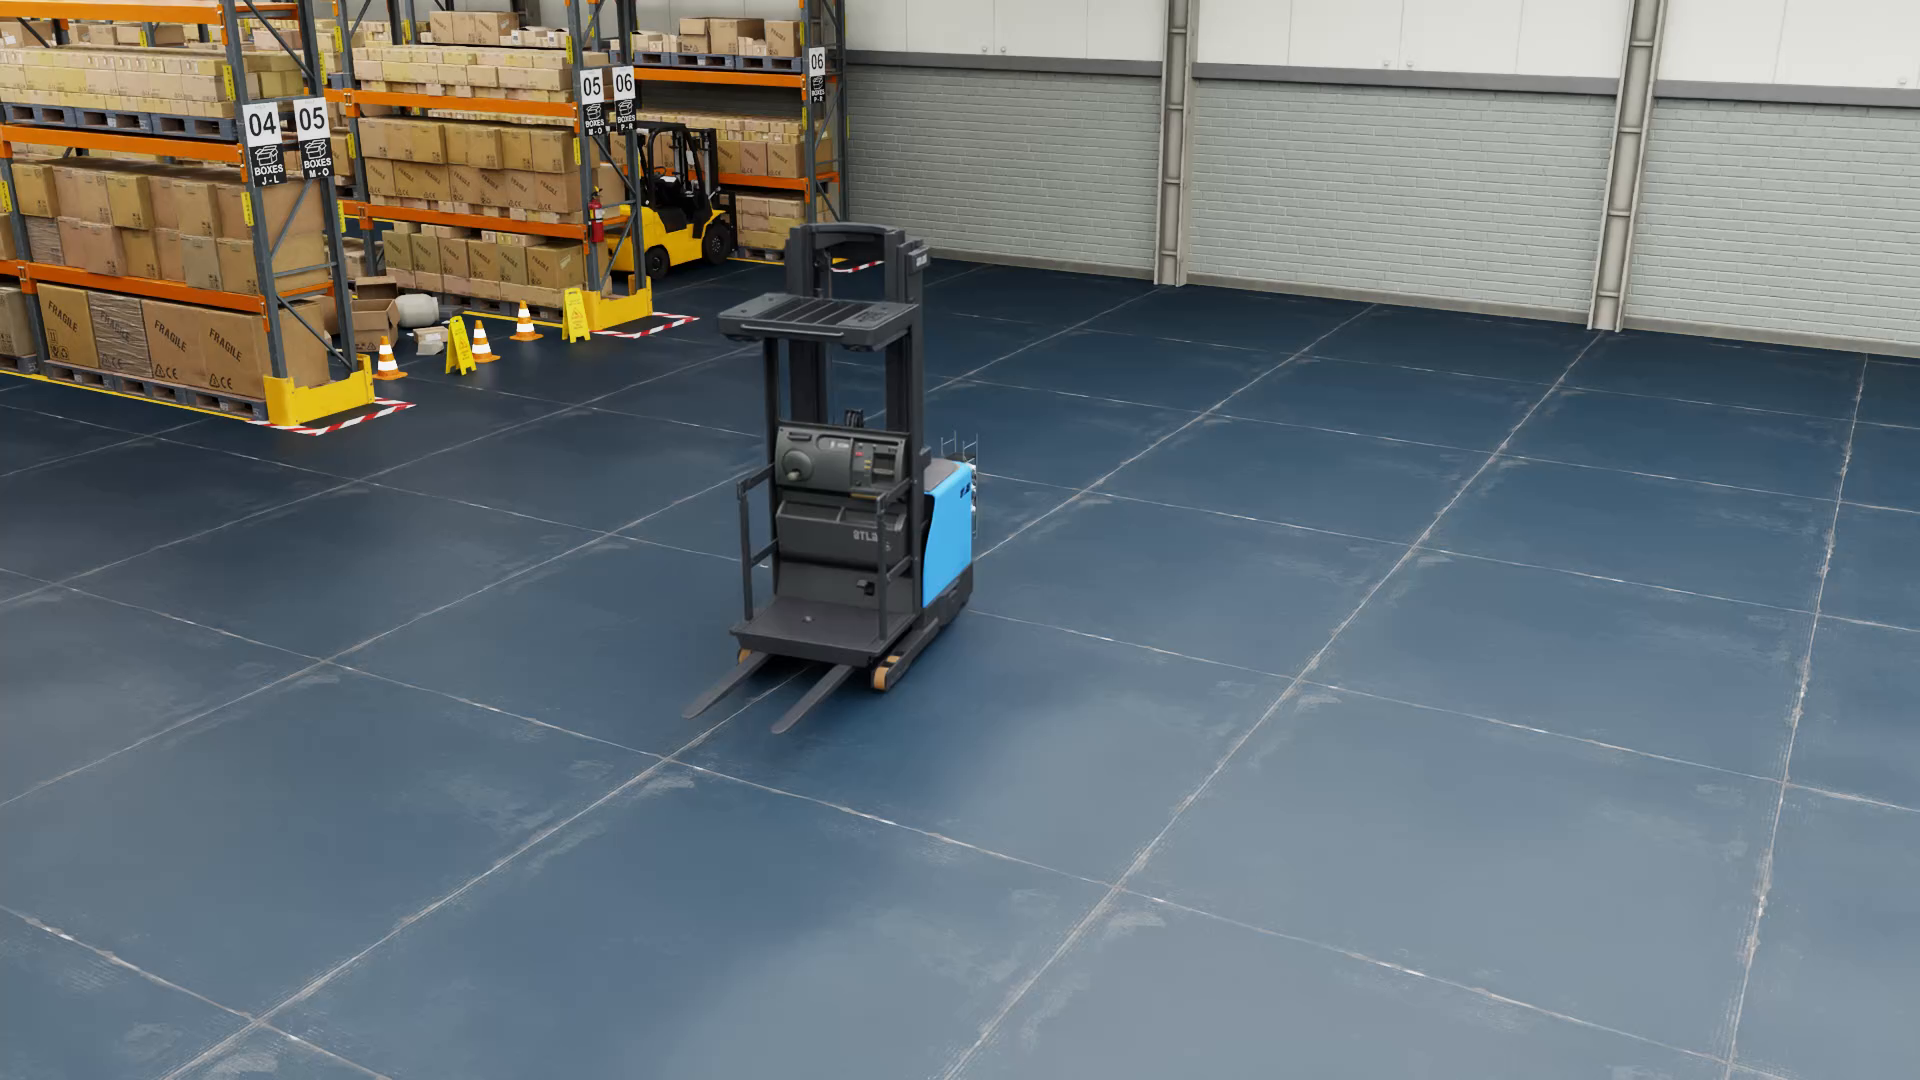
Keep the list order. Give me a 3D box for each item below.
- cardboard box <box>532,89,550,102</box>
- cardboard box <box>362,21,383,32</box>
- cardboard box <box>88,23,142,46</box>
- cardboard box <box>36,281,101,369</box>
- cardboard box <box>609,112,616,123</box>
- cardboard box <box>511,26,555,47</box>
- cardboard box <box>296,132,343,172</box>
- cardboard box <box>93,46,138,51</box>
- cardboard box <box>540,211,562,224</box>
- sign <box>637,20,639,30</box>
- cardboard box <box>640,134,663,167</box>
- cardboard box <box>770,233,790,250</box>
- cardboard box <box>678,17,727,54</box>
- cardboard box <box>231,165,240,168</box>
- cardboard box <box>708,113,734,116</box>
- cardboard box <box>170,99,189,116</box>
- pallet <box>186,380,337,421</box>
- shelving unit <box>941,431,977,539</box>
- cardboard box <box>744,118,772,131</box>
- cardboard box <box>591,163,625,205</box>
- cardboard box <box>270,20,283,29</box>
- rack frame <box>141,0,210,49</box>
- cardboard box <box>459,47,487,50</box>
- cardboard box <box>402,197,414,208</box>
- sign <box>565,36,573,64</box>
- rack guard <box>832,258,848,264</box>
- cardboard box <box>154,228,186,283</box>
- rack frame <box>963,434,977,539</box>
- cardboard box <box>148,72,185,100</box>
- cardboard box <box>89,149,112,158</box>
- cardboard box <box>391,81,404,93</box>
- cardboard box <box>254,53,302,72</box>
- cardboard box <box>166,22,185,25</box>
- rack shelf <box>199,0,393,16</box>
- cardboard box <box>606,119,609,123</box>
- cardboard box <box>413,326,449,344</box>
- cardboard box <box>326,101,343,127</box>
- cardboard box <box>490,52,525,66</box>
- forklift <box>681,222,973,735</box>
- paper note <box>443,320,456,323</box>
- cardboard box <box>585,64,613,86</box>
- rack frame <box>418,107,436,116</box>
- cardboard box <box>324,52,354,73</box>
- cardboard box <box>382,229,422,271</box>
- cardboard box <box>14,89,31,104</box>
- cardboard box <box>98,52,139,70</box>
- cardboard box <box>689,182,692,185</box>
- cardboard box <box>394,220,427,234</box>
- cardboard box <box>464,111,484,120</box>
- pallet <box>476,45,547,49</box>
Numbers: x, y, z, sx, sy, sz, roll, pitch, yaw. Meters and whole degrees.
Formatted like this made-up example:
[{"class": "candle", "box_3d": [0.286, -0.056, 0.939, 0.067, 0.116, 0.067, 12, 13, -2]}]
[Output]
[{"class": "cardboard box", "box_3d": [-5.119, -5.564, 20.776, 0.250, 0.149, 0.380, 11, 23, 28]}, {"class": "cardboard box", "box_3d": [-10.085, -8.869, 28.716, 0.250, 0.149, 0.380, 10, 22, 26]}, {"class": "cardboard box", "box_3d": [-12.379, -7.358, 24.589, 0.500, 0.500, 0.700, 10, 22, 25]}, {"class": "cardboard box", "box_3d": [-9.741, -2.513, 18.893, 0.875, 0.875, 0.875, 11, 23, 28]}, {"class": "cardboard box", "box_3d": [-5.379, -6.759, 26.565, 0.250, 0.149, 0.380, 11, 23, 28]}, {"class": "cardboard box", "box_3d": [-6.933, -8.196, 27.031, 0.500, 0.311, 0.500, 10, 22, 25]}, {"class": "cardboard box", "box_3d": [-8.879, -5.405, 23.168, 0.500, 0.500, 0.500, 11, 23, 28]}, {"class": "cardboard box", "box_3d": [-9.123, -5.259, 18.003, 0.250, 0.149, 0.380, 11, 23, 28]}, {"class": "cardboard box", "box_3d": [-5.144, -4.154, 21.287, 0.250, 0.149, 0.380, 10, 22, 27]}, {"class": "sign", "box_3d": [-5.243, -8.264, 26.976, 0.005, 0.325, 0.100, 11, 23, 27]}, {"class": "cardboard box", "box_3d": [-4.790, -6.222, 26.473, 0.500, 0.500, 0.500, 11, 23, 28]}, {"class": "cardboard box", "box_3d": [-2.585, -4.632, 25.652, 0.500, 0.250, 0.500, 11, 23, 28]}, {"class": "cardboard box", "box_3d": [-3.863, -7.756, 25.535, 0.637, 0.503, 0.797, 12, 23, 29]}, {"class": "cardboard box", "box_3d": [-10.304, -5.380, 24.051, 0.250, 0.149, 0.380, 12, 23, 30]}, {"class": "cardboard box", "box_3d": [-3.778, -6.663, 26.301, 0.250, 0.149, 0.380, 12, 23, 29]}, {"class": "cardboard box", "box_3d": [-7.663, -4.350, 16.665, 0.250, 0.149, 0.380, 11, 23, 28]}, {"class": "pallet", "box_3d": [-7.500, -1.573, 17.893, 1.213, 0.211, 1.003, 11, 23, 27]}, {"class": "shelving unit", "box_3d": [-0.007, -0.424, 13.715, 0.210, 0.900, 0.258, 11, 23, 27]}, {"class": "cardboard box", "box_3d": [-3.089, -6.362, 25.472, 0.250, 0.149, 0.380, 11, 23, 28]}, {"class": "cardboard box", "box_3d": [-4.716, -4.613, 21.600, 0.500, 0.500, 0.500, 10, 22, 26]}, {"class": "cardboard box", "box_3d": [-11.981, -9.157, 29.480, 0.250, 0.149, 0.380, 10, 22, 26]}, {"class": "rack frame", "box_3d": [-11.422, -8.415, 23.868, 0.127, 3.000, 1.000, 11, 23, 27]}, {"class": "cardboard box", "box_3d": [-6.381, -6.413, 21.947, 0.250, 0.149, 0.380, 11, 23, 28]}, {"class": "cardboard box", "box_3d": [-7.319, -4.602, 22.522, 0.250, 0.149, 0.380, 11, 23, 27]}, {"class": "sign", "box_3d": [-4.726, -5.929, 20.115, 0.005, 0.325, 0.100, 11, 23, 27]}, {"class": "rack guard", "box_3d": [-1.999, -4.564, 25.714, 0.348, 0.500, 1.175, 11, 23, 27]}, {"class": "cardboard box", "box_3d": [-8.028, -3.109, 17.816, 0.550, 0.550, 0.875, 11, 23, 27]}, {"class": "rack frame", "box_3d": [0.082, -0.407, 13.669, 0.006, 0.900, 0.240, 11, 23, 27]}, {"class": "cardboard box", "box_3d": [-7.764, -4.580, 16.714, 0.500, 0.250, 0.500, 11, 23, 27]}, {"class": "cardboard box", "box_3d": [-12.875, -5.928, 25.295, 0.500, 0.250, 0.500, 10, 22, 26]}, {"class": "cardboard box", "box_3d": [-7.306, -6.029, 22.055, 0.250, 0.149, 0.380, 11, 23, 27]}, {"class": "cardboard box", "box_3d": [-6.900, -4.836, 16.836, 0.250, 0.149, 0.380, 11, 23, 28]}, {"class": "cardboard box", "box_3d": [-14.394, -9.718, 30.910, 0.500, 0.250, 0.500, 11, 23, 29]}, {"class": "rack shelf", "box_3d": [-9.676, -7.557, 23.142, 4.000, 0.370, 1.077, 11, 23, 27]}, {"class": "cardboard box", "box_3d": [-5.919, -6.751, 26.979, 0.250, 0.149, 0.380, 12, 23, 29]}, {"class": "cardboard box", "box_3d": [-6.567, -2.541, 20.652, 0.380, 0.149, 0.250, -11, 23, -29]}, {"class": "cardboard box", "box_3d": [-11.046, -7.619, 29.709, 0.500, 0.500, 0.700, 11, 23, 27]}, {"class": "cardboard box", "box_3d": [-5.722, -6.092, 21.060, 0.250, 0.149, 0.380, 11, 23, 27]}, {"class": "forklift", "box_3d": [-0.882, -0.527, 11.019, 1.130, 2.935, 3.031, 7, 21, 19]}, {"class": "paper note", "box_3d": [-6.659, -2.849, 21.674, 0.148, 0.019, 0.142, 3, 20, 9]}, {"class": "cardboard box", "box_3d": [-4.747, -5.907, 21.136, 0.500, 0.250, 0.500, 10, 22, 26]}, {"class": "rack frame", "box_3d": [-9.005, -7.074, 28.966, 0.127, 3.000, 1.000, 11, 23, 27]}, {"class": "cardboard box", "box_3d": [-8.510, -6.521, 22.649, 0.500, 0.250, 0.500, 10, 22, 26]}, {"class": "cardboard box", "box_3d": [-7.547, -4.009, 22.835, 0.500, 0.500, 0.500, 12, 23, 30]}, {"class": "cardboard box", "box_3d": [-9.877, -4.772, 17.828, 0.250, 0.149, 0.380, 11, 23, 28]}, {"class": "cardboard box", "box_3d": [-8.555, -4.894, 16.997, 0.250, 0.149, 0.380, 11, 23, 28]}, {"class": "cardboard box", "box_3d": [-4.539, -5.679, 27.073, 0.500, 0.250, 0.500, 10, 22, 27]}, {"class": "cardboard box", "box_3d": [-7.467, -4.275, 22.617, 0.250, 0.149, 0.380, 11, 23, 28]}, {"class": "cardboard box", "box_3d": [-8.165, -7.166, 28.123, 0.250, 0.149, 0.380, 11, 23, 28]}, {"class": "pallet", "box_3d": [-7.391, -8.124, 27.739, 1.213, 0.211, 1.003, 12, 23, 30]}]
